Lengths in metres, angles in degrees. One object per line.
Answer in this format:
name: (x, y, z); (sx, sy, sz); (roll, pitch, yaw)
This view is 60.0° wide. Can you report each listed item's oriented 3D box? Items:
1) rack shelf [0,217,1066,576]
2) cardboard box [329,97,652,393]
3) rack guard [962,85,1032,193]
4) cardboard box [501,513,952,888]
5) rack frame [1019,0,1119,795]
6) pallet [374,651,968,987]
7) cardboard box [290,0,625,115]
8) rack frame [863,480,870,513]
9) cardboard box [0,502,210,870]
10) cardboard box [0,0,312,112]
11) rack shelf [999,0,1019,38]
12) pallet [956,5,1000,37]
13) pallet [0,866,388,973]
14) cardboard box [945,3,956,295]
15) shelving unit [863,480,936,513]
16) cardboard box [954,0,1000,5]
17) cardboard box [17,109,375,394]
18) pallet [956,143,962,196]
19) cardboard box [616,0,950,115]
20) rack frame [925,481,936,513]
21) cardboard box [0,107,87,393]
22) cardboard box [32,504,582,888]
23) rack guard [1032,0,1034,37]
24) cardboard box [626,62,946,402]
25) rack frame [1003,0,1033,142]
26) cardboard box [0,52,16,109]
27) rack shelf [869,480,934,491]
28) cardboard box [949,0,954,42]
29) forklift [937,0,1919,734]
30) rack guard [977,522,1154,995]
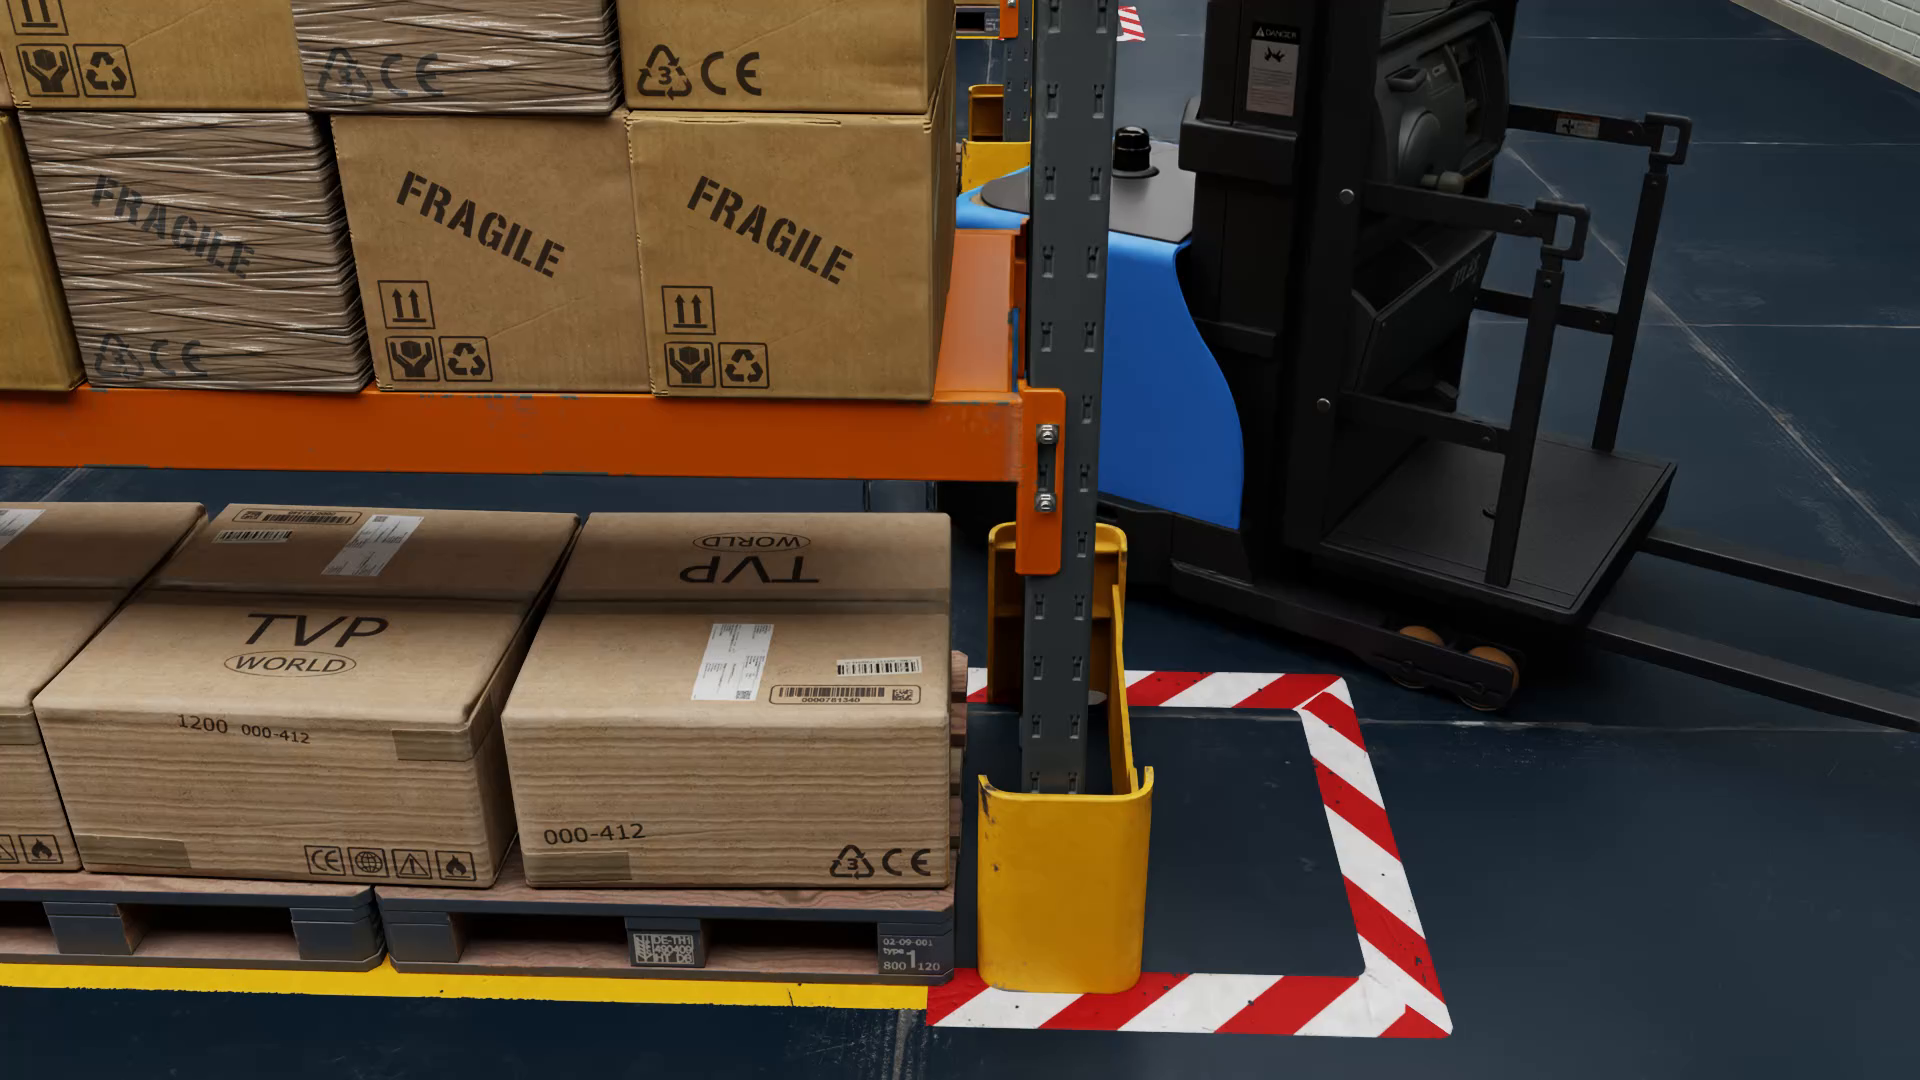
rack shelf: (-1.794, -0.370, 3.514); (4.000, 0.370, 1.077); (1, 28, 2)
cardboard box: (-0.788, -0.599, 3.070); (0.500, 0.500, 0.500); (0, 28, 1)
rack guard: (0.202, -1.871, 8.245); (0.348, 0.500, 1.175); (1, 28, 2)
cardboard box: (-0.459, 0.327, 3.717); (0.875, 0.438, 0.875); (0, 28, 0)
rack frame: (0.204, -0.655, 3.283); (0.127, 3.000, 1.000); (1, 28, 2)
pallet: (-0.598, 0.600, 3.892); (1.213, 0.211, 1.003); (1, 28, 2)
cardboard box: (-0.809, -1.033, 2.821); (0.500, 0.500, 0.500); (1, 28, 2)
rack frame: (-0.296, -0.430, 5.100); (0.006, 0.900, 0.240); (-3, 28, -6)
cardboard box: (-2.275, 0.300, 3.768); (0.875, 0.438, 0.875); (0, 28, 0)
cardboard box: (-1.303, -1.042, 2.839); (0.500, 0.500, 0.500); (1, 28, 2)
rack shelf: (-1.721, -2.689, 7.888); (4.000, 0.370, 1.077); (1, 28, 2)
pallet: (-0.248, -4.038, 12.643); (1.213, 0.211, 1.003); (1, 28, 2)
pallet: (-1.814, 0.579, 3.933); (1.213, 0.211, 1.003); (1, 28, 2)
cardboard box: (-0.265, -0.842, 3.528); (0.500, 0.500, 0.500); (1, 28, 1)
shelving unit: (-0.195, -0.436, 5.111); (0.210, 0.900, 0.258); (-3, 28, -6)
cardboard box: (-0.088, -4.514, 12.382); (0.875, 0.875, 0.875); (1, 28, 2)
cardboard box: (-1.303, -0.603, 3.078); (0.500, 0.500, 0.500); (2, 28, 3)
pallet: (-0.609, -1.773, 8.369); (1.213, 0.211, 1.003); (1, 28, 2)
cardboard box: (-0.286, -1.038, 2.830); (0.500, 0.500, 0.500); (2, 28, 3)
rack frame: (-0.094, -0.442, 5.123); (0.006, 0.900, 0.240); (-3, 28, -6)
cardboard box: (-1.819, -0.605, 3.082); (0.500, 0.500, 0.500); (2, 28, 3)
cardboard box: (-1.374, 0.316, 3.738); (0.875, 0.438, 0.875); (2, 28, 3)
rack guard: (0.578, -4.189, 12.618); (0.348, 0.500, 1.175); (1, 28, 2)
cardboard box: (-0.287, -0.583, 3.041); (0.500, 0.500, 0.500); (1, 28, 2)
rack frame: (0.278, -2.974, 7.657); (0.127, 3.000, 1.000); (1, 28, 2)
cardboard box: (-1.806, -1.051, 2.856); (0.500, 0.500, 0.500); (1, 28, 1)
rack shelf: (-0.195, -0.247, 5.211); (0.200, 0.077, 0.258); (-3, 28, -6)
cardboard box: (-0.265, -1.282, 3.292); (0.500, 0.500, 0.500); (0, 28, 1)
forklift: (1.435, -1.127, 4.246); (3.031, 2.935, 1.130); (17, 33, 30)
rack guard: (0.228, 0.450, 3.868); (0.348, 0.500, 1.175); (1, 28, 2)
